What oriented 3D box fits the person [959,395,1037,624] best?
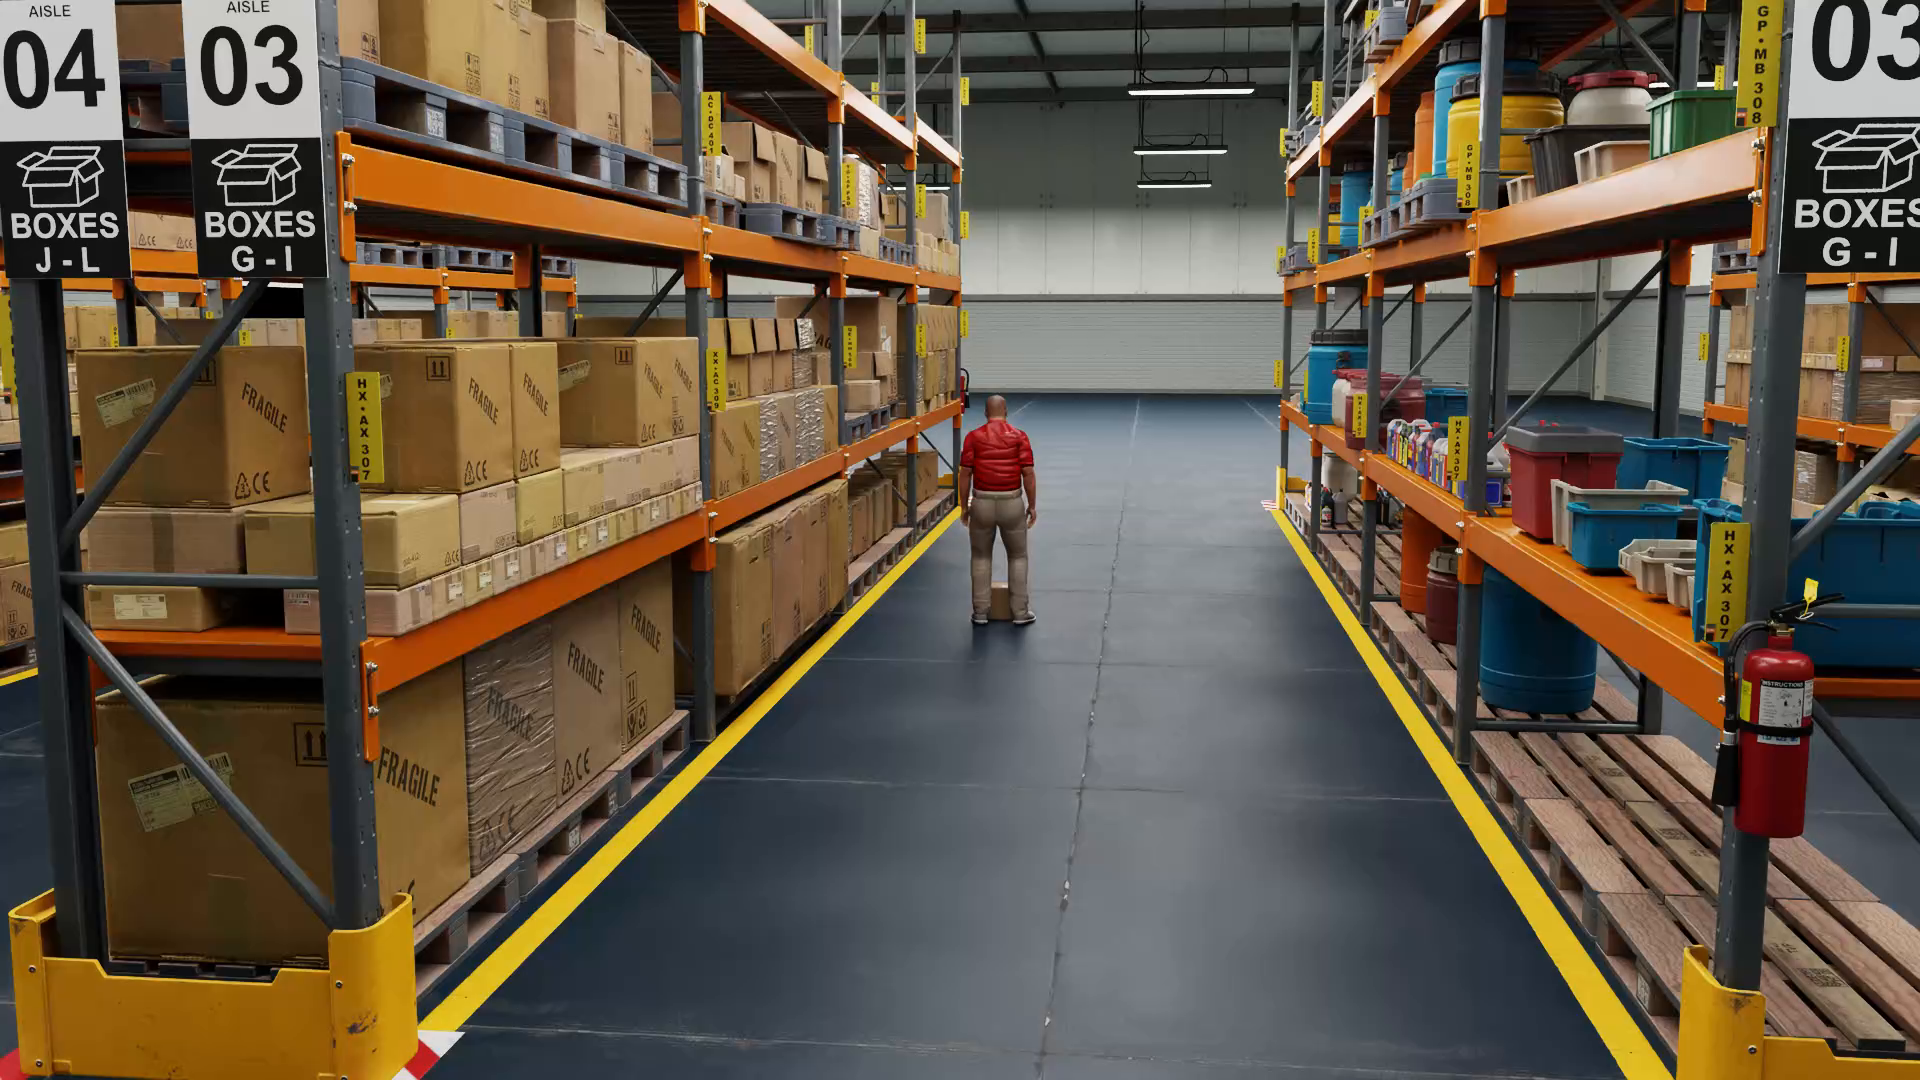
[{"bbox_3d":[0.287,-0.226,12.557,0.584,1.726,0.395,1,8,6],"label":"person"}]
